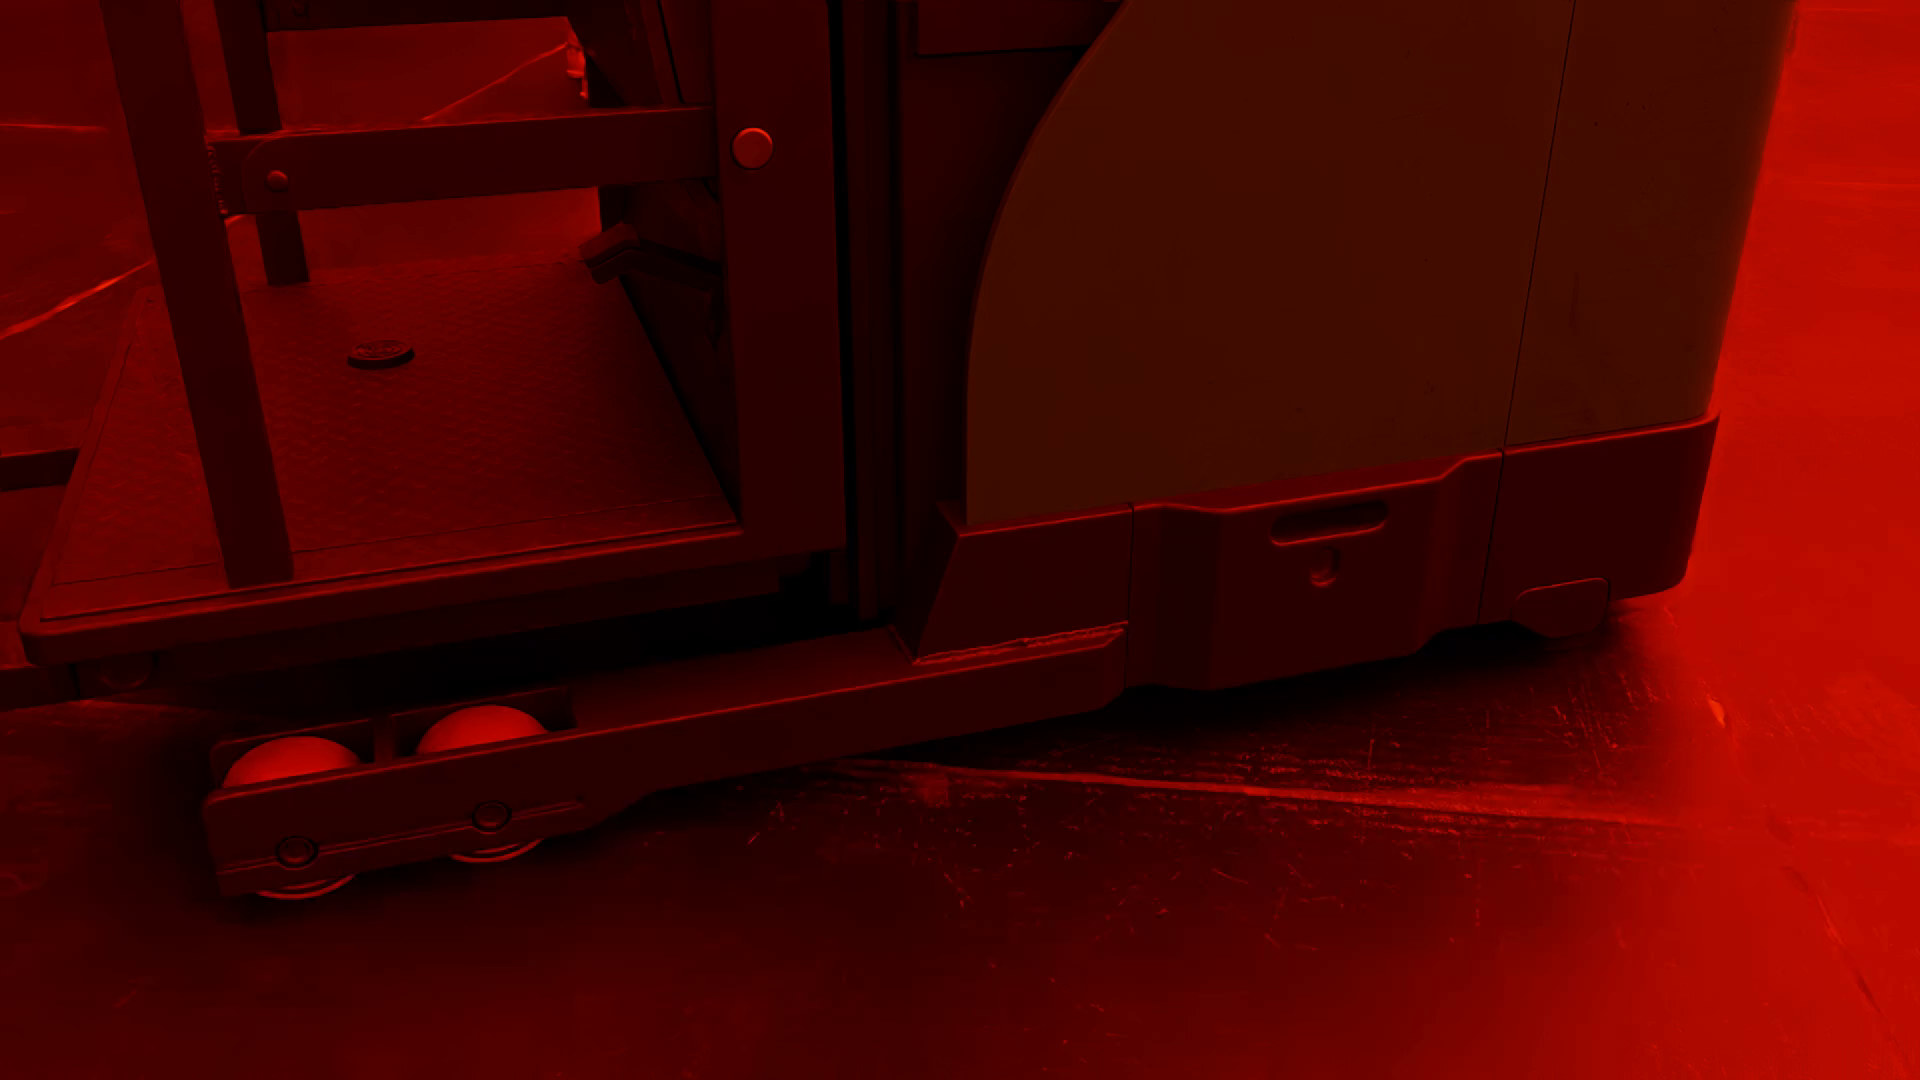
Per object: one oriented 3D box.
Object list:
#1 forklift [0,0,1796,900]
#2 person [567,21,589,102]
[{"bbox_3d":[-0.585,-1.200,1.622,3.031,2.935,1.130,-8,28,-16],"label":"forklift"},{"bbox_3d":[-1.111,-2.196,5.082,0.381,1.637,0.784,-18,32,-32],"label":"person"}]
